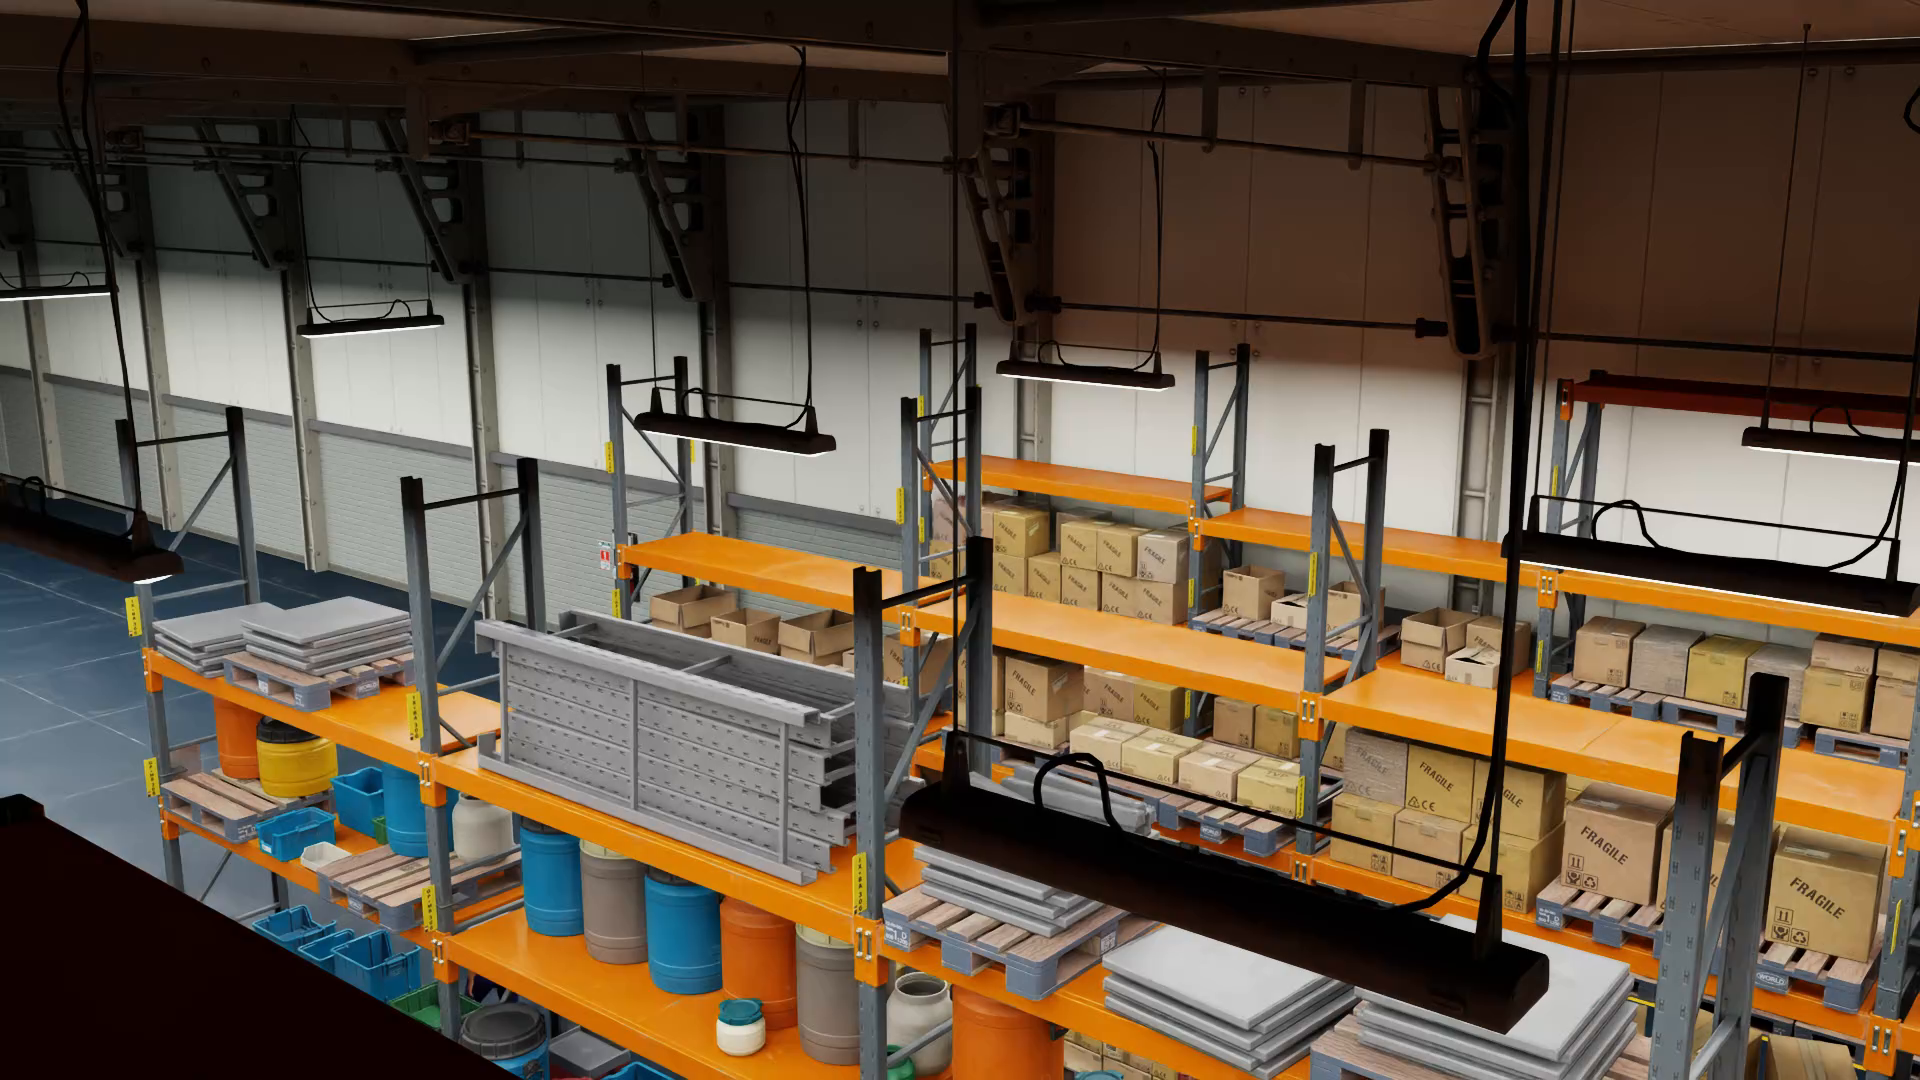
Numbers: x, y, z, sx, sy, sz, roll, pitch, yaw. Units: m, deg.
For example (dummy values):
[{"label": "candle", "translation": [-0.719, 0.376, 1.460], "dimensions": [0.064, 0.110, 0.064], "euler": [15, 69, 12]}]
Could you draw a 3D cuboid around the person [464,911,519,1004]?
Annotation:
[{"label": "person", "translation": [-4.327, 3.905, 15.207], "dimensions": [0.515, 1.602, 0.922], "euler": [-11, 17, -40]}]
